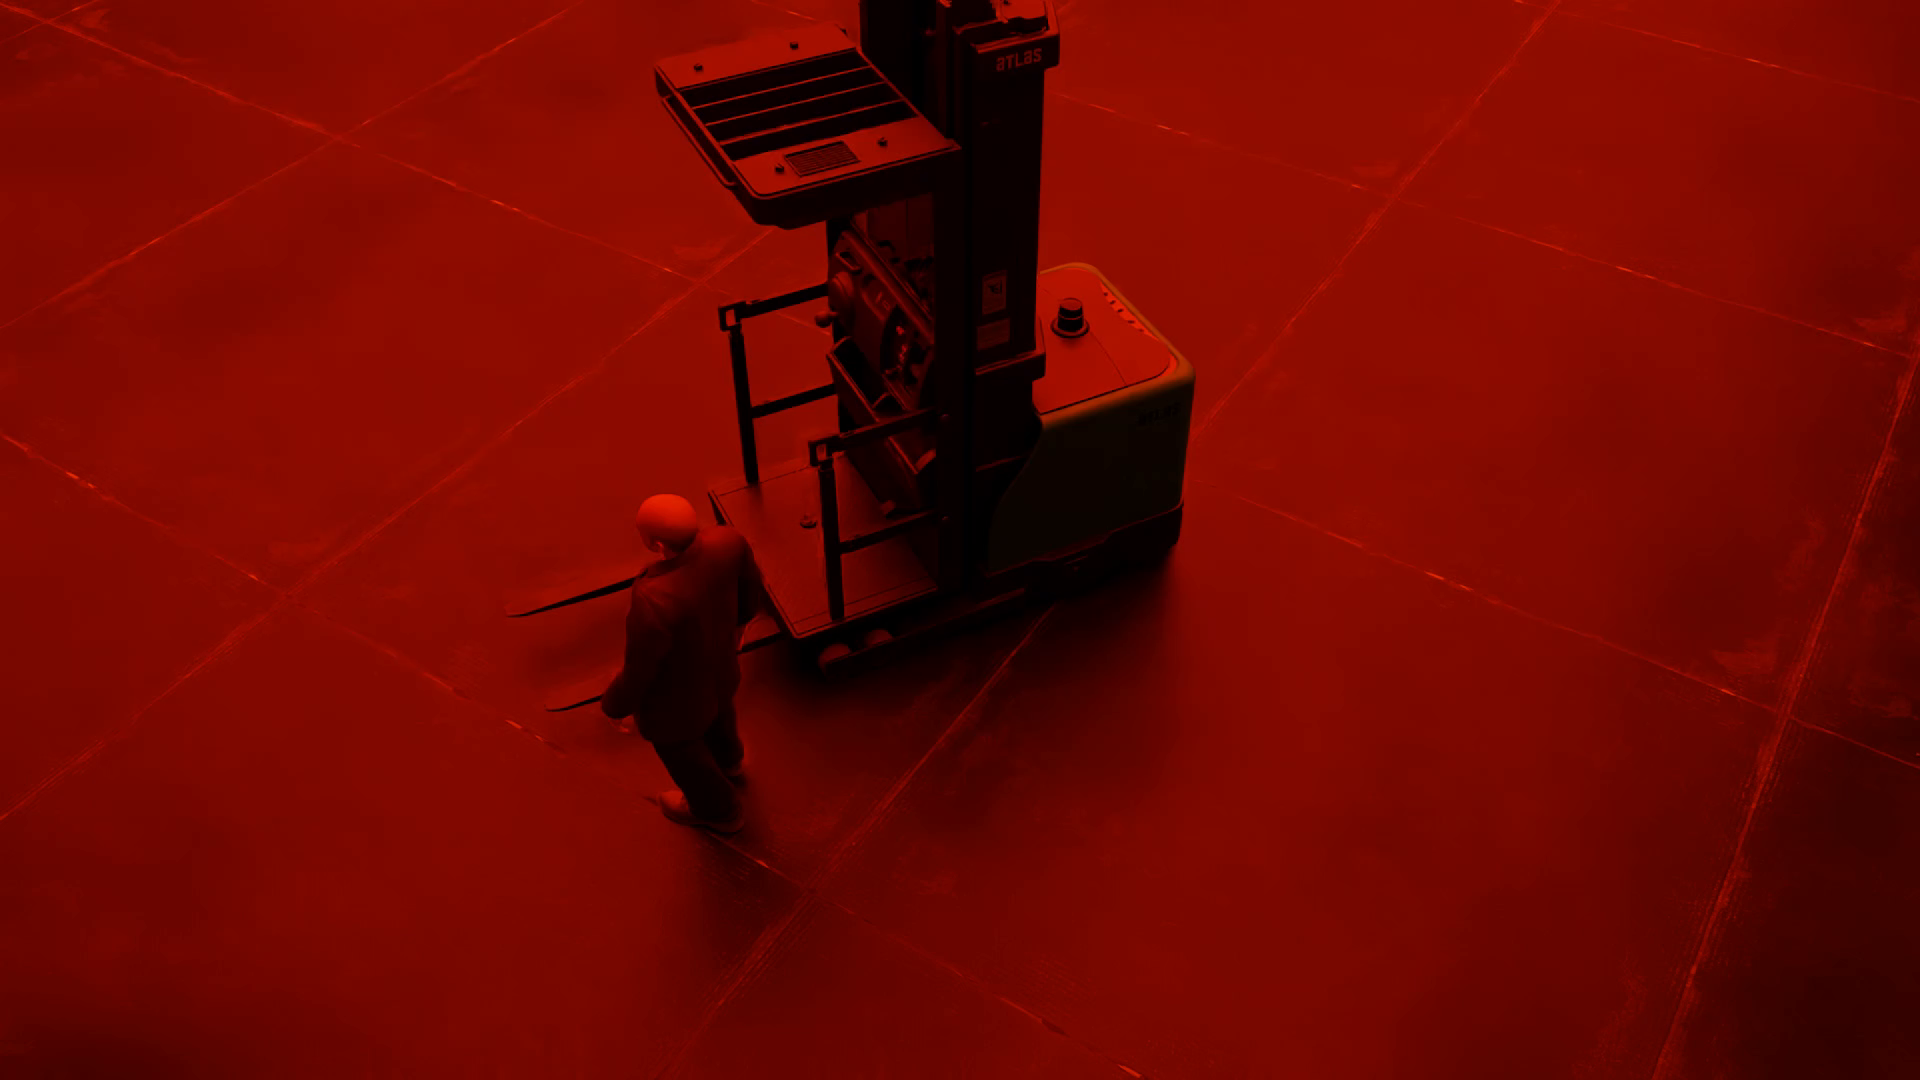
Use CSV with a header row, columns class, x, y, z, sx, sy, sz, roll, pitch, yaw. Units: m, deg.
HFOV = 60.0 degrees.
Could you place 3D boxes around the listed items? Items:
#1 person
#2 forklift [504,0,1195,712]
class,x,y,z,sx,sy,sz,roll,pitch,yaw
person,-1.101,0.435,6.248,0.575,1.767,0.735,26,49,24
forklift,-0.511,-0.863,6.758,3.031,2.935,1.130,-19,47,-19
